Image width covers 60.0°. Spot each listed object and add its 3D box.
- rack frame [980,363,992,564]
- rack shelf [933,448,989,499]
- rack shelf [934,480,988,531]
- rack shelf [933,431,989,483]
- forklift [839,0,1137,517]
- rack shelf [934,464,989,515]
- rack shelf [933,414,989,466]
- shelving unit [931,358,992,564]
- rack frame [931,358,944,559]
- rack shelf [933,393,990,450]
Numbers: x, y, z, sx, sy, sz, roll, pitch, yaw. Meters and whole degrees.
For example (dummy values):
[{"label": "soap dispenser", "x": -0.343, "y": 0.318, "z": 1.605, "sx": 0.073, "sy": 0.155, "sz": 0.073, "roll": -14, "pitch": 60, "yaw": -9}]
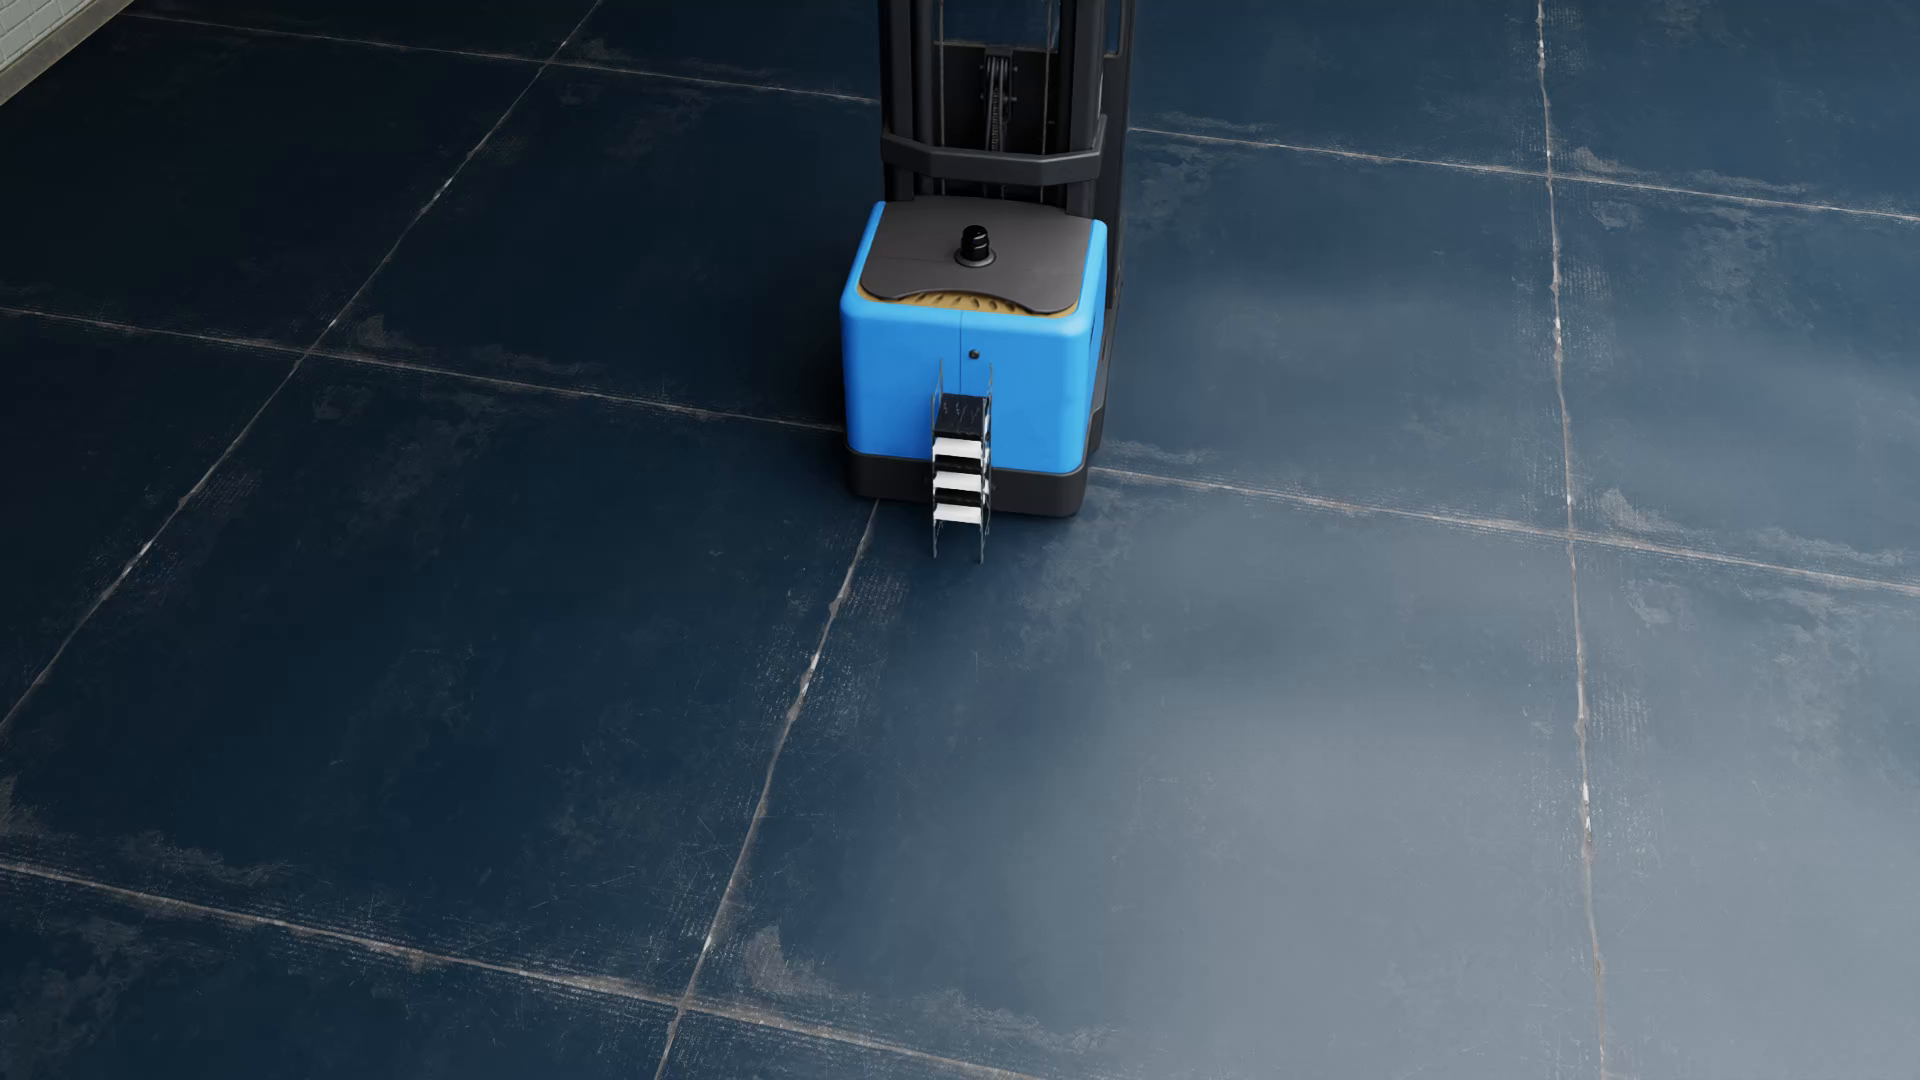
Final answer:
[{"label": "rack frame", "x": 0.109, "y": -0.303, "z": 6.876, "sx": 0.006, "sy": 0.900, "sz": 0.240, "roll": 6, "pitch": 44, "yaw": 6}, {"label": "rack shelf", "x": 0.008, "y": -0.290, "z": 6.910, "sx": 0.200, "sy": 0.077, "sz": 0.258, "roll": 6, "pitch": 44, "yaw": 6}, {"label": "rack shelf", "x": 0.008, "y": -0.160, "z": 7.035, "sx": 0.200, "sy": 0.077, "sz": 0.258, "roll": 6, "pitch": 44, "yaw": 6}, {"label": "rack shelf", "x": 0.008, "y": -0.355, "z": 6.848, "sx": 0.200, "sy": 0.077, "sz": 0.258, "roll": 6, "pitch": 44, "yaw": 6}, {"label": "forklift", "x": 0.235, "y": -2.187, "z": 7.368, "sx": 1.130, "sy": 2.935, "sz": 3.031, "roll": 6, "pitch": 44, "yaw": 6}, {"label": "rack shelf", "x": 0.008, "y": -0.225, "z": 6.973, "sx": 0.200, "sy": 0.077, "sz": 0.258, "roll": 6, "pitch": 44, "yaw": 6}, {"label": "rack shelf", "x": 0.008, "y": -0.420, "z": 6.786, "sx": 0.200, "sy": 0.077, "sz": 0.258, "roll": 6, "pitch": 44, "yaw": 6}, {"label": "shelving unit", "x": 0.008, "y": -0.314, "z": 6.887, "sx": 0.210, "sy": 0.900, "sz": 0.258, "roll": 6, "pitch": 44, "yaw": 6}, {"label": "rack frame", "x": -0.092, "y": -0.325, "z": 6.898, "sx": 0.006, "sy": 0.900, "sz": 0.240, "roll": 6, "pitch": 44, "yaw": 6}, {"label": "rack shelf", "x": 0.008, "y": -0.484, "z": 6.723, "sx": 0.200, "sy": 0.077, "sz": 0.258, "roll": 6, "pitch": 44, "yaw": 6}]
